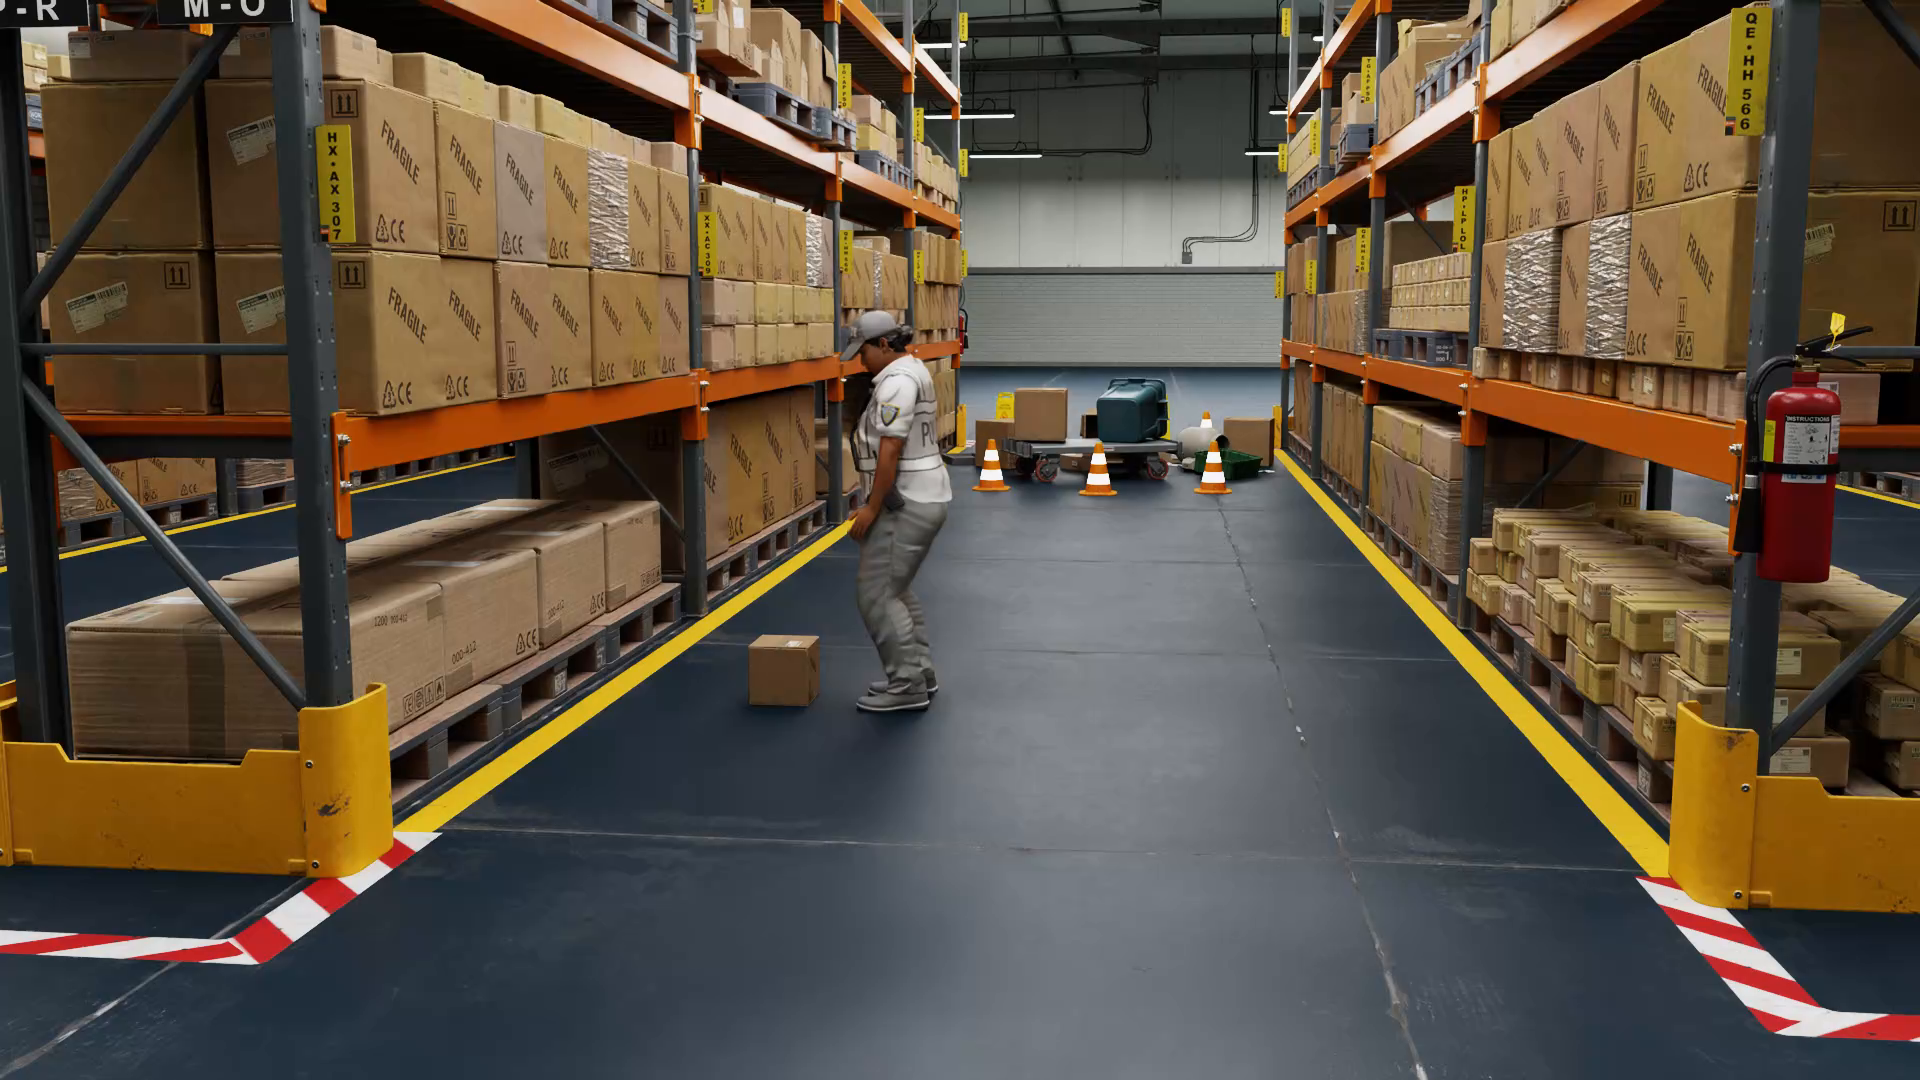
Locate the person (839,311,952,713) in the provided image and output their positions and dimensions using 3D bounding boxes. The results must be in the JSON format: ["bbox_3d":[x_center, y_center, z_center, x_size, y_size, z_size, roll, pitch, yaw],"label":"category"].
[{"bbox_3d":[-0.266,-0.119,6.833,0.452,1.633,0.489,1,8,8],"label":"person"}]
